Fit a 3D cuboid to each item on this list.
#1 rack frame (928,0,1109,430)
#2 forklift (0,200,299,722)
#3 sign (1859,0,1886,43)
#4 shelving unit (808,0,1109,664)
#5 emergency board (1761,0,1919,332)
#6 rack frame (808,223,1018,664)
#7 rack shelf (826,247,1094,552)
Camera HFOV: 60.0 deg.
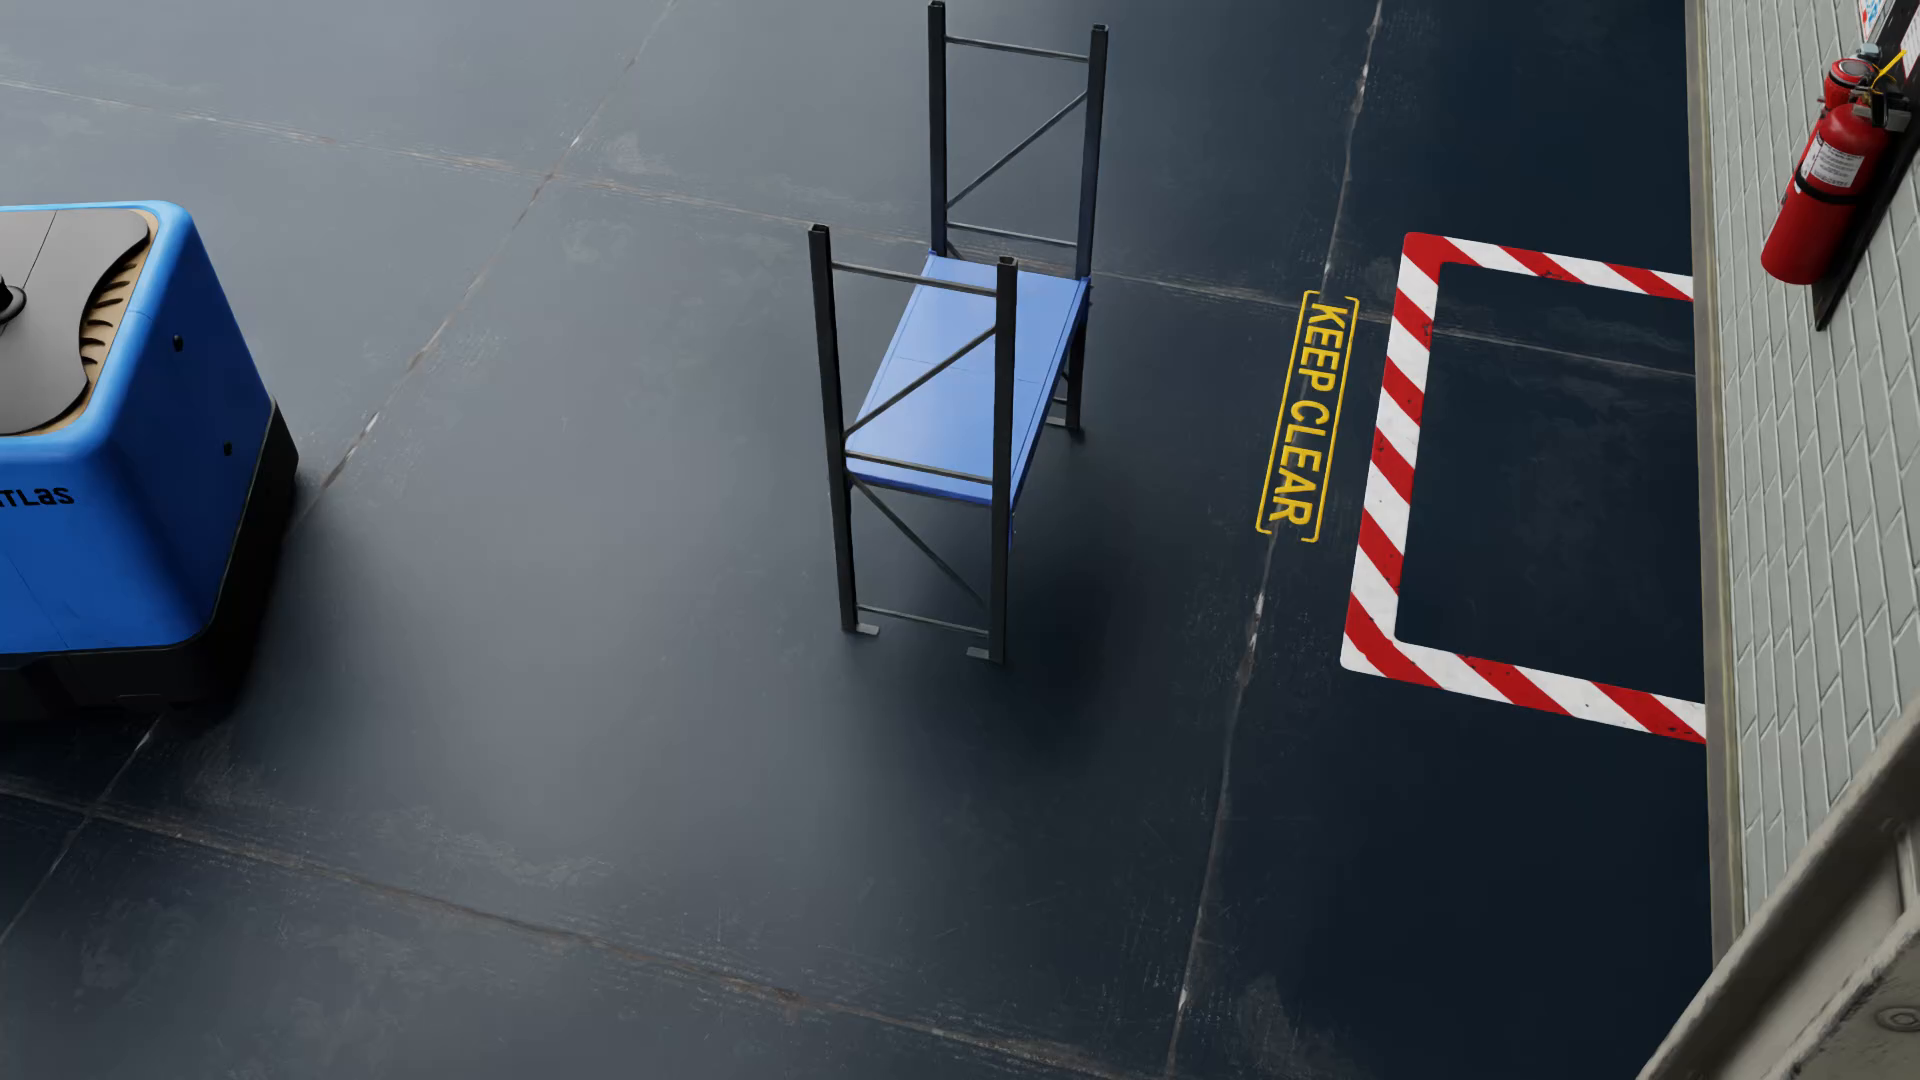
[{"bbox_3d":[0.156,-0.926,5.067,0.500,1.500,0.032,12,50,10],"label":"rack frame"},{"bbox_3d":[-3.622,-0.785,3.988,3.031,2.935,1.130,-3,49,-3],"label":"forklift"},{"bbox_3d":[2.574,-1.584,4.624,0.001,0.329,0.234,12,50,10],"label":"sign"},{"bbox_3d":[0.022,-0.558,4.742,0.538,1.500,1.048,12,50,10],"label":"shelving unit"},{"bbox_3d":[2.329,-1.193,4.302,0.194,1.169,0.643,12,50,10],"label":"emergency board"},{"bbox_3d":[-0.111,-0.190,4.418,0.500,1.500,0.032,12,50,10],"label":"rack frame"},{"bbox_3d":[0.022,-0.439,4.877,0.538,0.185,1.000,12,50,10],"label":"rack shelf"}]
